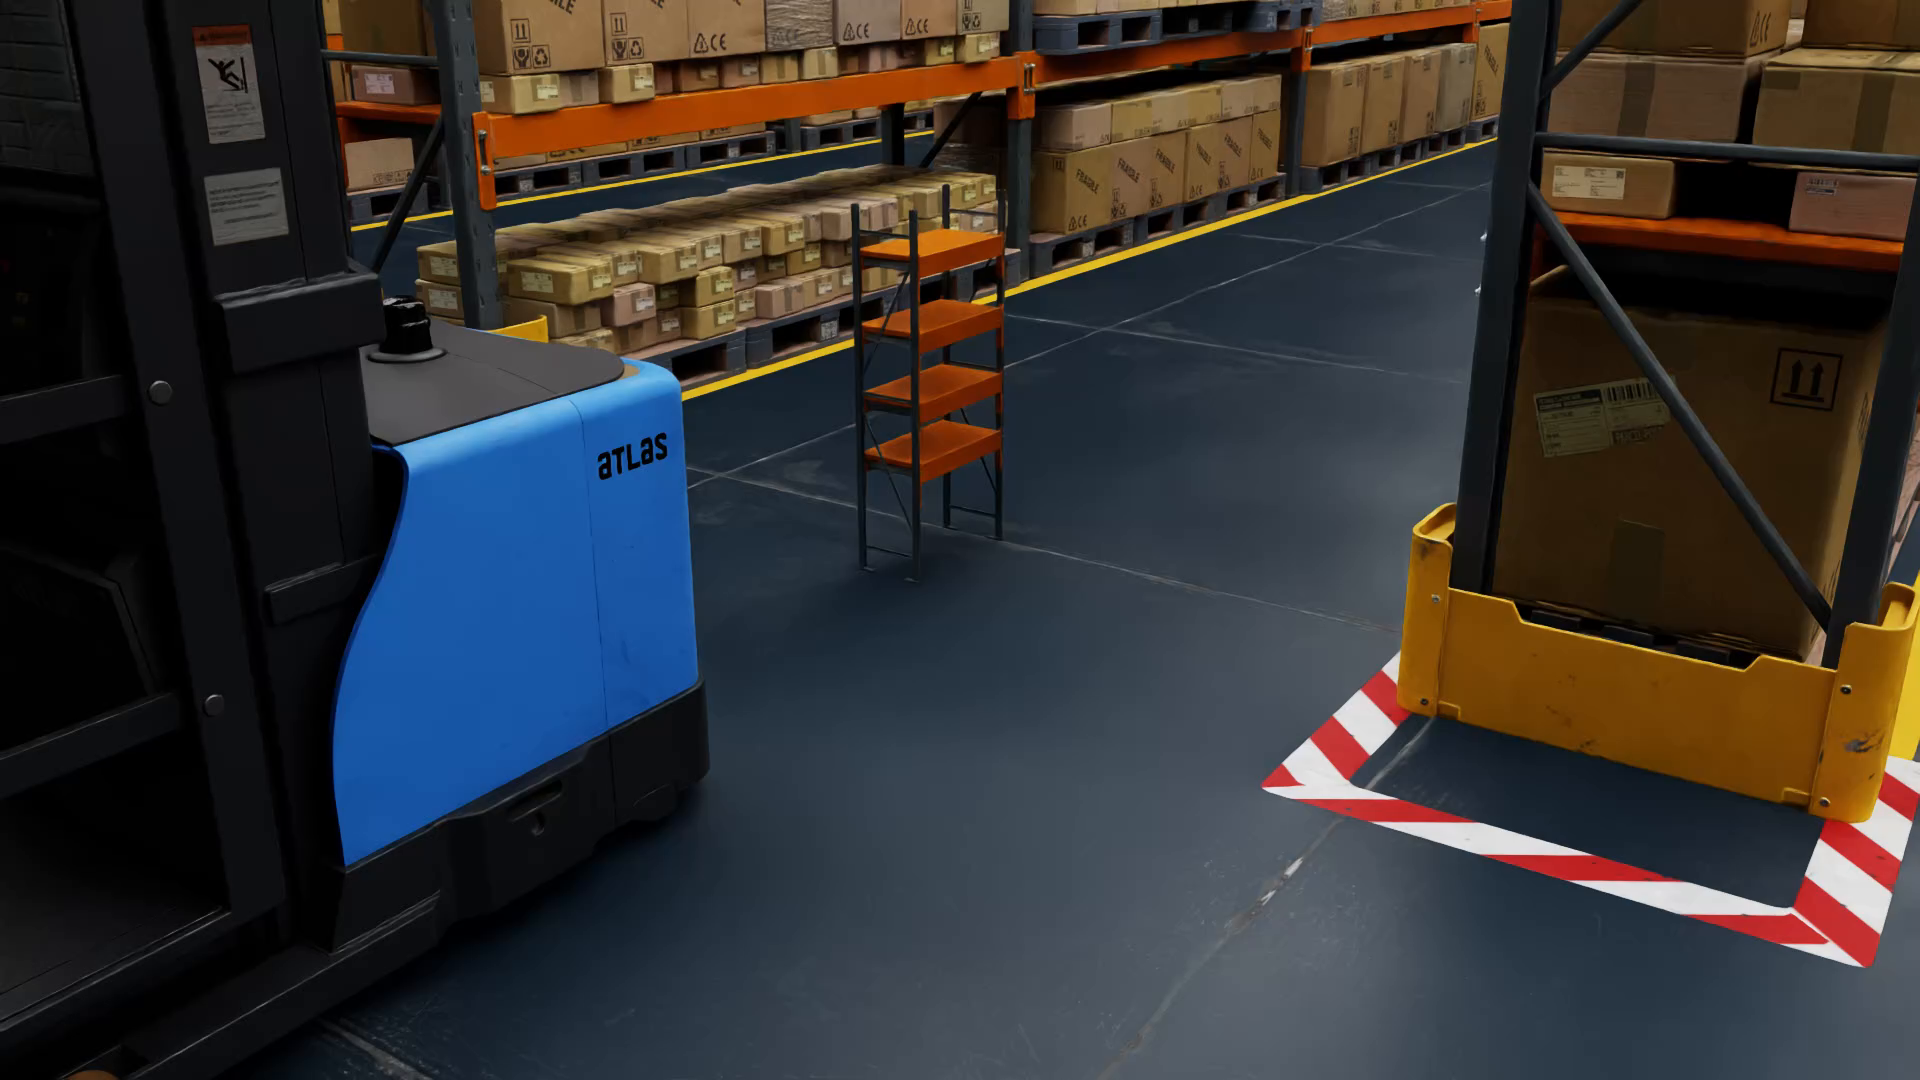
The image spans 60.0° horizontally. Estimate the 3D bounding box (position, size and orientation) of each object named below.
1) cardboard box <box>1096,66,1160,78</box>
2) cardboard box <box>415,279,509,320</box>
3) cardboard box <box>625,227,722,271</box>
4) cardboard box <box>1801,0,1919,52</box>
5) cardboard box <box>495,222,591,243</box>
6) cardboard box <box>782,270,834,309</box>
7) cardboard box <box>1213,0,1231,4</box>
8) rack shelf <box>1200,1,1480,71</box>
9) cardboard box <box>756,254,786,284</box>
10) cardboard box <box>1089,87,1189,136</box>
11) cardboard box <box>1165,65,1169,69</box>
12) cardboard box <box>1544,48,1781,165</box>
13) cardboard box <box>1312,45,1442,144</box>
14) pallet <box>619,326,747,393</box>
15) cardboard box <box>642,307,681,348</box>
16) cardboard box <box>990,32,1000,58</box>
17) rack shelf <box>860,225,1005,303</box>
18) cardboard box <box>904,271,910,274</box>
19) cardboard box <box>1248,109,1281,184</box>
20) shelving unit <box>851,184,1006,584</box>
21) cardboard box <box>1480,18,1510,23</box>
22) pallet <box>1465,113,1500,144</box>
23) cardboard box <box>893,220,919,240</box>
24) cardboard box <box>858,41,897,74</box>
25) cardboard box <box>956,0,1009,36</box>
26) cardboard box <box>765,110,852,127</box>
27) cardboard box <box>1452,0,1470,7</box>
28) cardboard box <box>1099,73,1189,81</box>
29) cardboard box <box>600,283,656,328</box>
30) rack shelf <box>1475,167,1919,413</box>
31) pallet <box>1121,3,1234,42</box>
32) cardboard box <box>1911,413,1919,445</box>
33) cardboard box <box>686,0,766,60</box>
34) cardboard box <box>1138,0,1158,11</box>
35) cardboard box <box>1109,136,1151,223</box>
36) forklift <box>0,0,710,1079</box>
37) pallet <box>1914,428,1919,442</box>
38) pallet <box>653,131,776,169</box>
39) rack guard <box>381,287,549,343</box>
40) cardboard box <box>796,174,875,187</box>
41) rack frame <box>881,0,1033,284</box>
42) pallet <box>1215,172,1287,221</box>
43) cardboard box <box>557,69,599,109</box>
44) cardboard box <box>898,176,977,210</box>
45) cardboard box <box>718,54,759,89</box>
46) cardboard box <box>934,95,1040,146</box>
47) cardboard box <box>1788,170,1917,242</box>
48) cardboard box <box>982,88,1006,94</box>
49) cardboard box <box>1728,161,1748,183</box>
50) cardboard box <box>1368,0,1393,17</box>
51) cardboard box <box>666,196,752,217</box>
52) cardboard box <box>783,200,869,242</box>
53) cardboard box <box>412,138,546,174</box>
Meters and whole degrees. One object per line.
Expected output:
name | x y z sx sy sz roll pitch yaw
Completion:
cardboard box | 1.802 -5.115 17.781 0.500 0.500 0.500 13 24 32
cardboard box | -2.222 -1.098 7.485 0.380 0.149 0.250 13 24 30
cardboard box | -1.333 -1.352 7.742 0.380 0.149 0.250 12 23 29
cardboard box | 2.537 -1.545 4.323 0.500 0.500 0.500 13 24 31
cardboard box | -1.965 -1.392 7.850 0.380 0.149 0.250 13 24 31
cardboard box | -0.865 -1.286 8.421 0.380 0.149 0.250 13 24 32
cardboard box | 1.592 -3.668 11.114 0.380 0.149 0.250 14 25 33
rack shelf | 3.339 -4.423 14.436 1.077 0.370 4.000 13 24 32
cardboard box | -1.088 -1.379 8.245 0.380 0.149 0.250 15 25 35
cardboard box | 1.188 -2.875 11.130 0.500 0.250 0.500 14 25 34
cardboard box | 2.316 -6.035 21.114 0.500 0.250 0.500 13 24 32
cardboard box | 1.816 -1.155 4.352 0.500 0.250 0.500 13 24 31
cardboard box | 3.643 -4.005 14.905 1.050 0.750 0.750 13 24 32
pallet | -1.754 -0.832 7.709 1.003 0.211 1.213 13 24 32
cardboard box | -1.510 -1.003 7.657 0.380 0.149 0.250 14 24 32
cardboard box | -0.001 -2.794 9.356 0.380 0.149 0.250 13 24 31
rack shelf | -0.093 -0.884 5.292 0.258 0.148 0.480 13 24 32
cardboard box | -0.283 -1.573 9.199 0.380 0.149 0.250 12 24 30
cardboard box | 2.061 -2.972 12.473 0.500 0.500 0.500 13 24 32
shelving unit | -0.093 -0.515 5.428 0.258 1.200 0.503 13 24 32
cardboard box | 5.378 -4.961 17.311 0.875 0.875 0.875 13 24 32
pallet | 4.955 -4.230 16.895 1.003 0.211 1.213 13 24 32
cardboard box | -0.448 -1.673 9.039 0.380 0.149 0.250 14 24 32
cardboard box | -0.548 -2.481 8.510 0.380 0.149 0.250 12 23 30
cardboard box | -0.072 -3.032 9.064 0.500 0.500 0.500 13 24 32
cardboard box | -1.610 -4.248 16.108 0.950 0.372 0.625 11 23 28
cardboard box | 4.391 -5.180 15.300 0.500 0.500 0.500 13 24 32
cardboard box | 1.342 -3.267 12.190 0.500 0.250 0.500 13 24 31
cardboard box | -1.575 -1.059 7.379 0.380 0.149 0.250 13 24 32
rack shelf | 2.887 -1.132 5.537 1.077 0.370 4.000 13 24 32
pallet | 1.136 -3.521 11.236 1.003 0.211 1.213 13 24 32
cardboard box | 3.068 -0.811 6.092 0.875 0.875 0.875 13 24 32
cardboard box | -1.236 -2.449 7.490 0.500 0.500 0.500 14 24 33
cardboard box | 1.005 -3.365 10.295 0.380 0.149 0.250 14 24 32
cardboard box | 0.897 -2.376 10.863 0.500 0.500 0.500 15 25 34
forklift | -1.852 -0.427 2.693 1.130 2.935 3.031 13 24 32
pallet | 3.519 -0.532 6.899 1.003 0.211 1.213 13 24 32
pallet | -2.442 -3.604 15.204 1.003 0.211 1.213 13 24 32
rack guard | -2.240 -0.741 7.047 1.175 0.500 0.348 13 24 32
cardboard box | -0.704 -1.970 9.413 0.380 0.149 0.250 13 24 31
rack frame | -0.034 -3.039 9.657 1.000 3.000 0.127 13 24 32
pallet | 1.774 -2.655 12.639 1.003 0.211 1.213 13 24 32
cardboard box | -1.720 -1.884 6.896 0.380 0.149 0.250 14 25 34
cardboard box | -0.129 -1.944 9.344 0.380 0.149 0.250 14 24 32
cardboard box | -1.158 -2.190 7.724 0.380 0.149 0.250 13 24 31
cardboard box | 0.176 -2.678 10.599 0.500 0.250 0.500 13 24 30
cardboard box | 2.235 -0.815 4.006 0.380 0.149 0.250 14 24 32
cardboard box | 0.020 -5.084 18.369 0.950 0.372 0.625 14 24 33
cardboard box | 2.119 -1.162 4.945 0.380 0.149 0.250 14 24 33
cardboard box | 3.258 -4.601 13.736 0.500 0.500 0.500 13 24 32
cardboard box | -1.299 -1.676 8.619 0.380 0.149 0.250 13 24 32
cardboard box | -0.691 -1.637 8.512 0.380 0.149 0.250 12 24 30
cardboard box | -3.902 -3.369 13.008 0.875 0.875 0.875 14 25 33
